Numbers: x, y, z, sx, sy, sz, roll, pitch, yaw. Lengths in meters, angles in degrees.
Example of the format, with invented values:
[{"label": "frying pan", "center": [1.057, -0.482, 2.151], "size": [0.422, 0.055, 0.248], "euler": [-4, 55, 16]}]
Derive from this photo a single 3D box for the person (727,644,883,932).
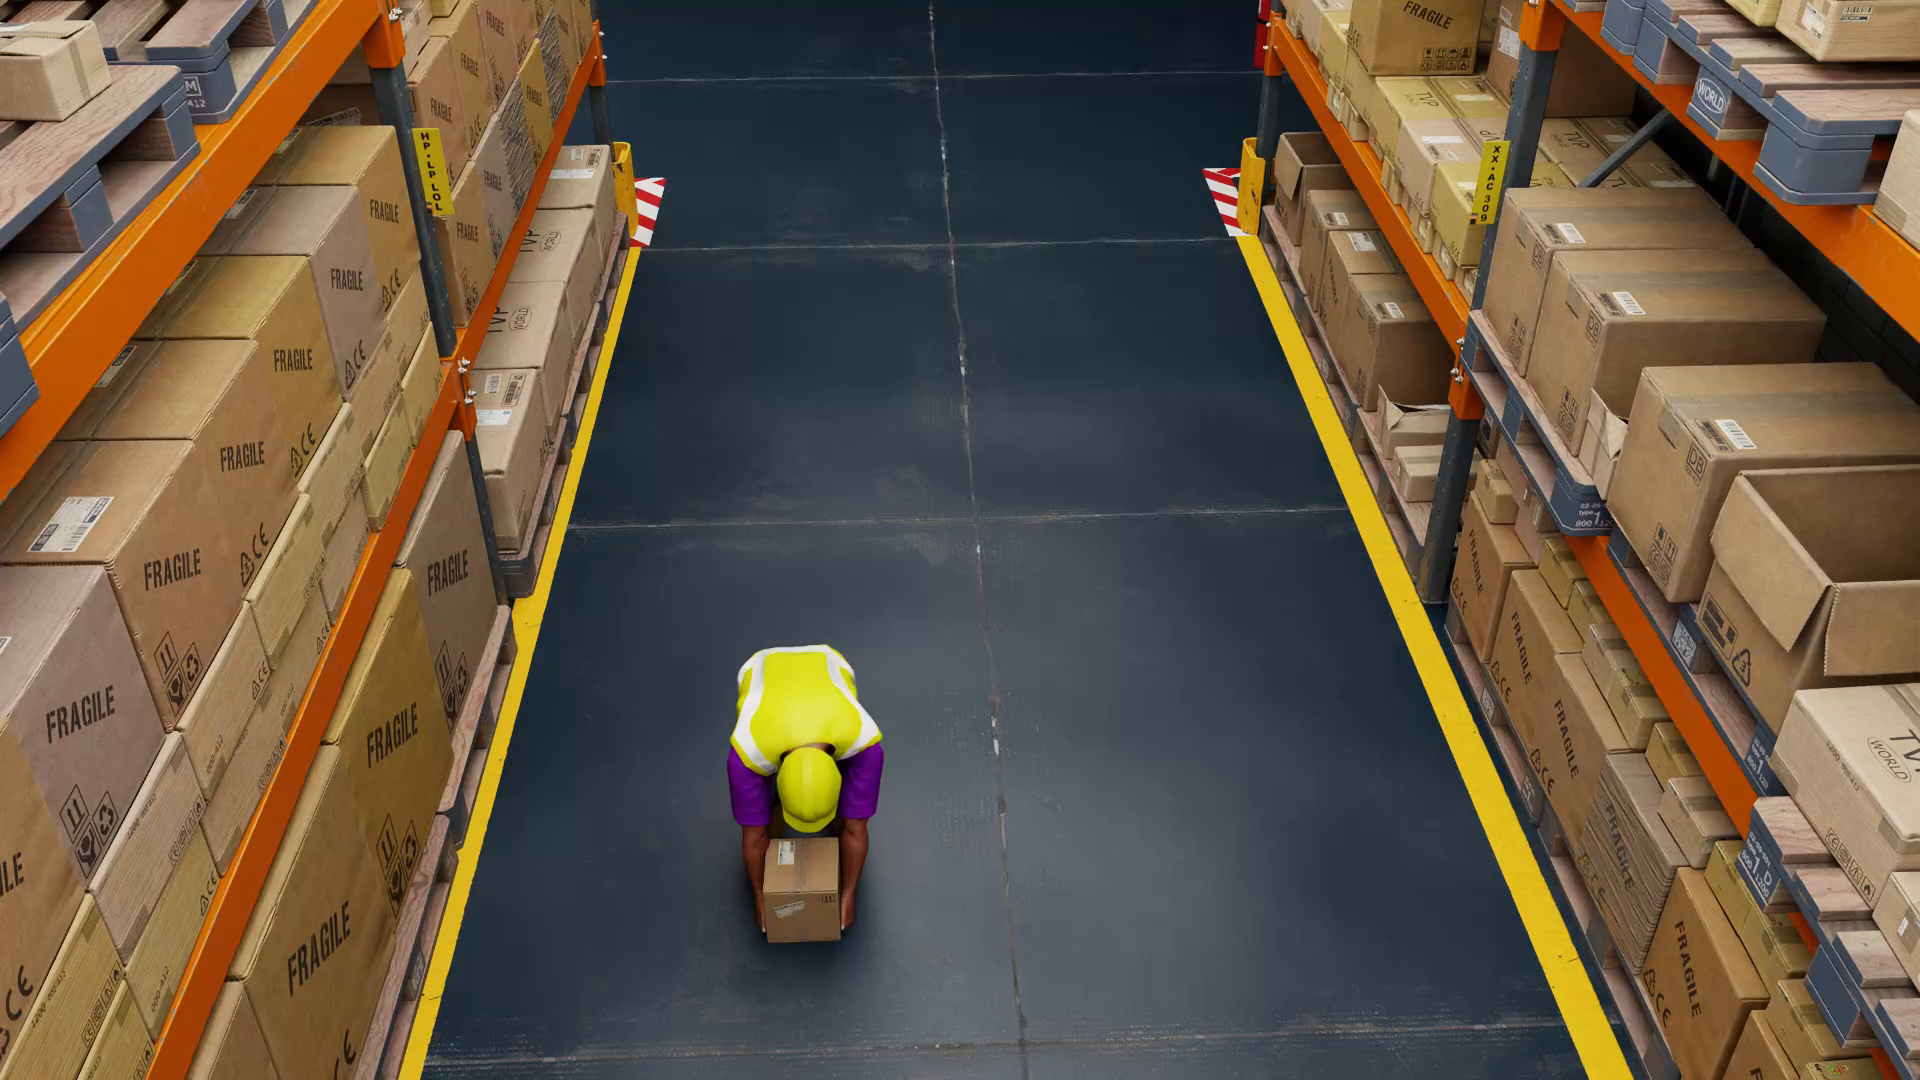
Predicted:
[{"label": "person", "center": [-0.533, 0.817, 5.832], "size": [0.530, 0.811, 0.959], "euler": [-2, 35, -3]}]
